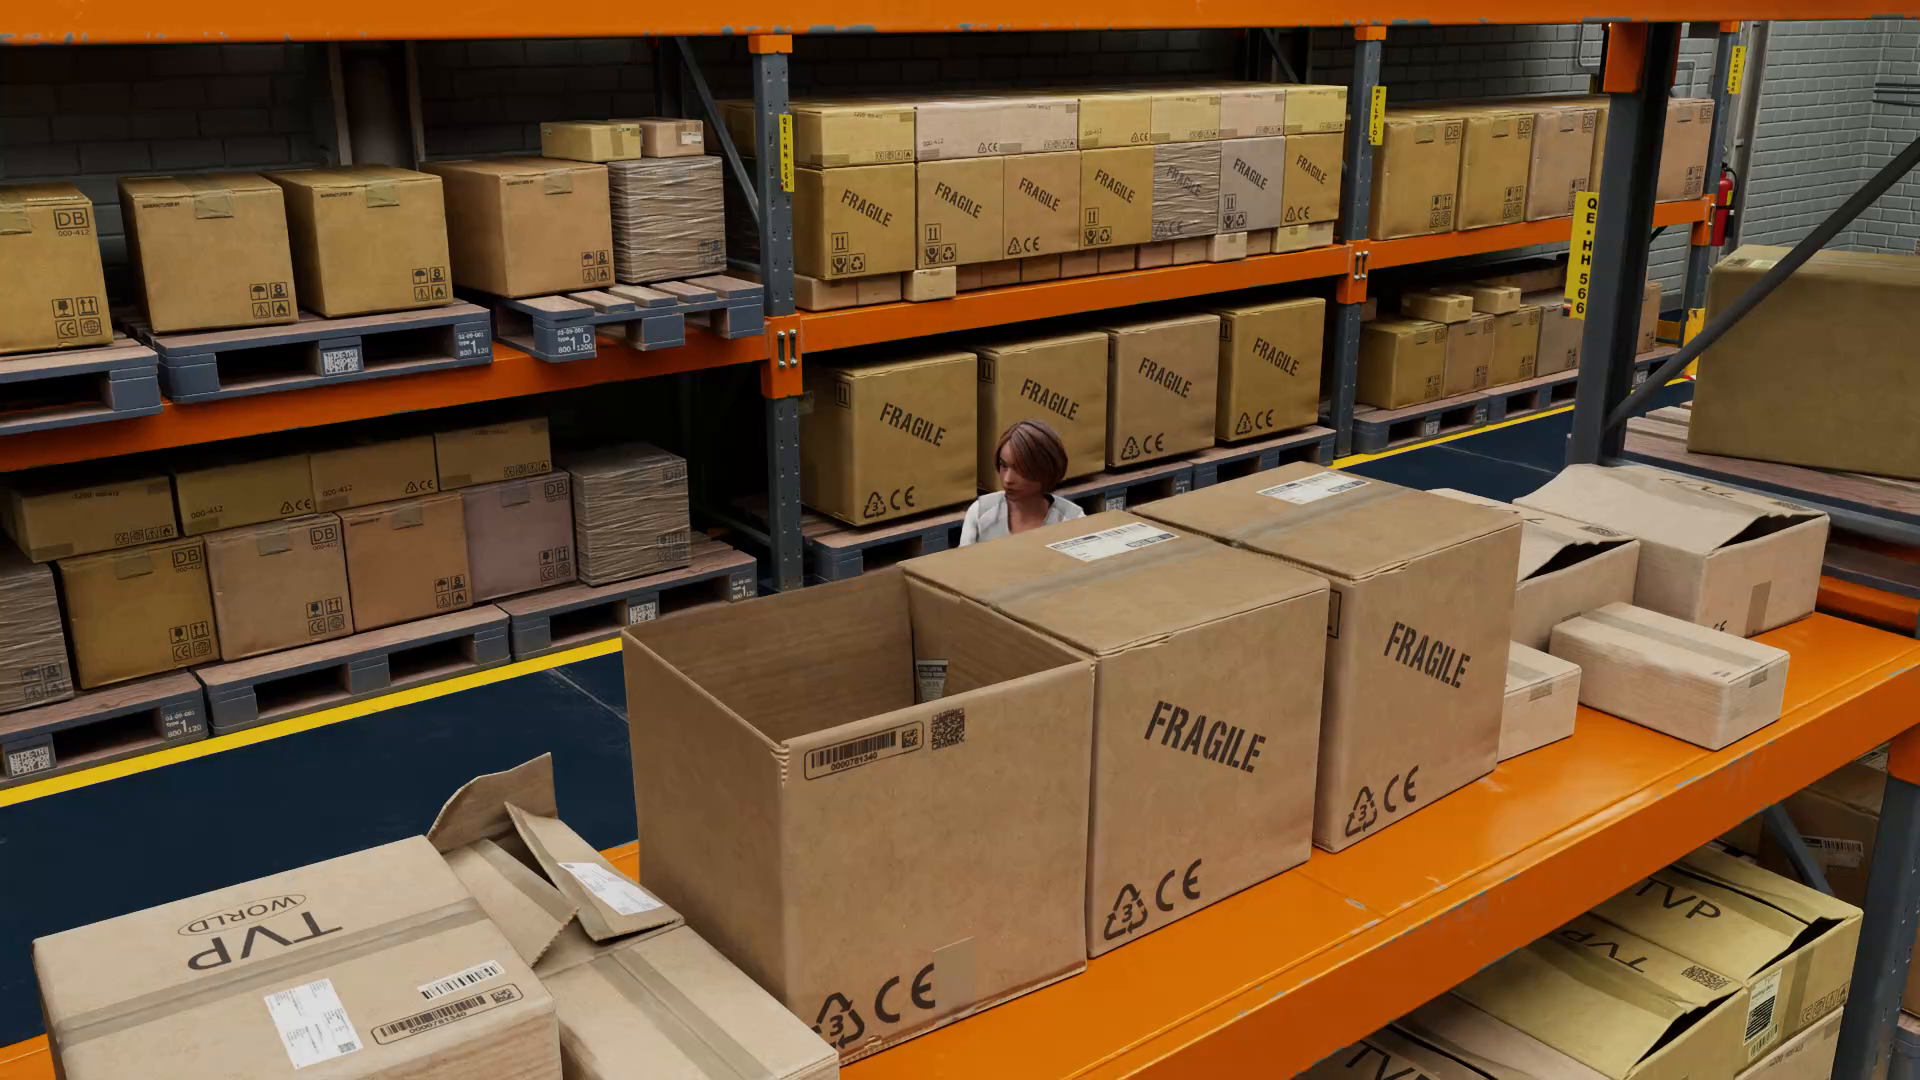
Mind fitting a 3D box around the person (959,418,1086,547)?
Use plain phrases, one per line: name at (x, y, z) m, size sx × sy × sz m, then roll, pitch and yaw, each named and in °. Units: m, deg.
person at (0.153, 0.413, 4.843) m, size 0.435 × 1.534 × 0.958 m, roll 4°, pitch 18°, yaw 11°
